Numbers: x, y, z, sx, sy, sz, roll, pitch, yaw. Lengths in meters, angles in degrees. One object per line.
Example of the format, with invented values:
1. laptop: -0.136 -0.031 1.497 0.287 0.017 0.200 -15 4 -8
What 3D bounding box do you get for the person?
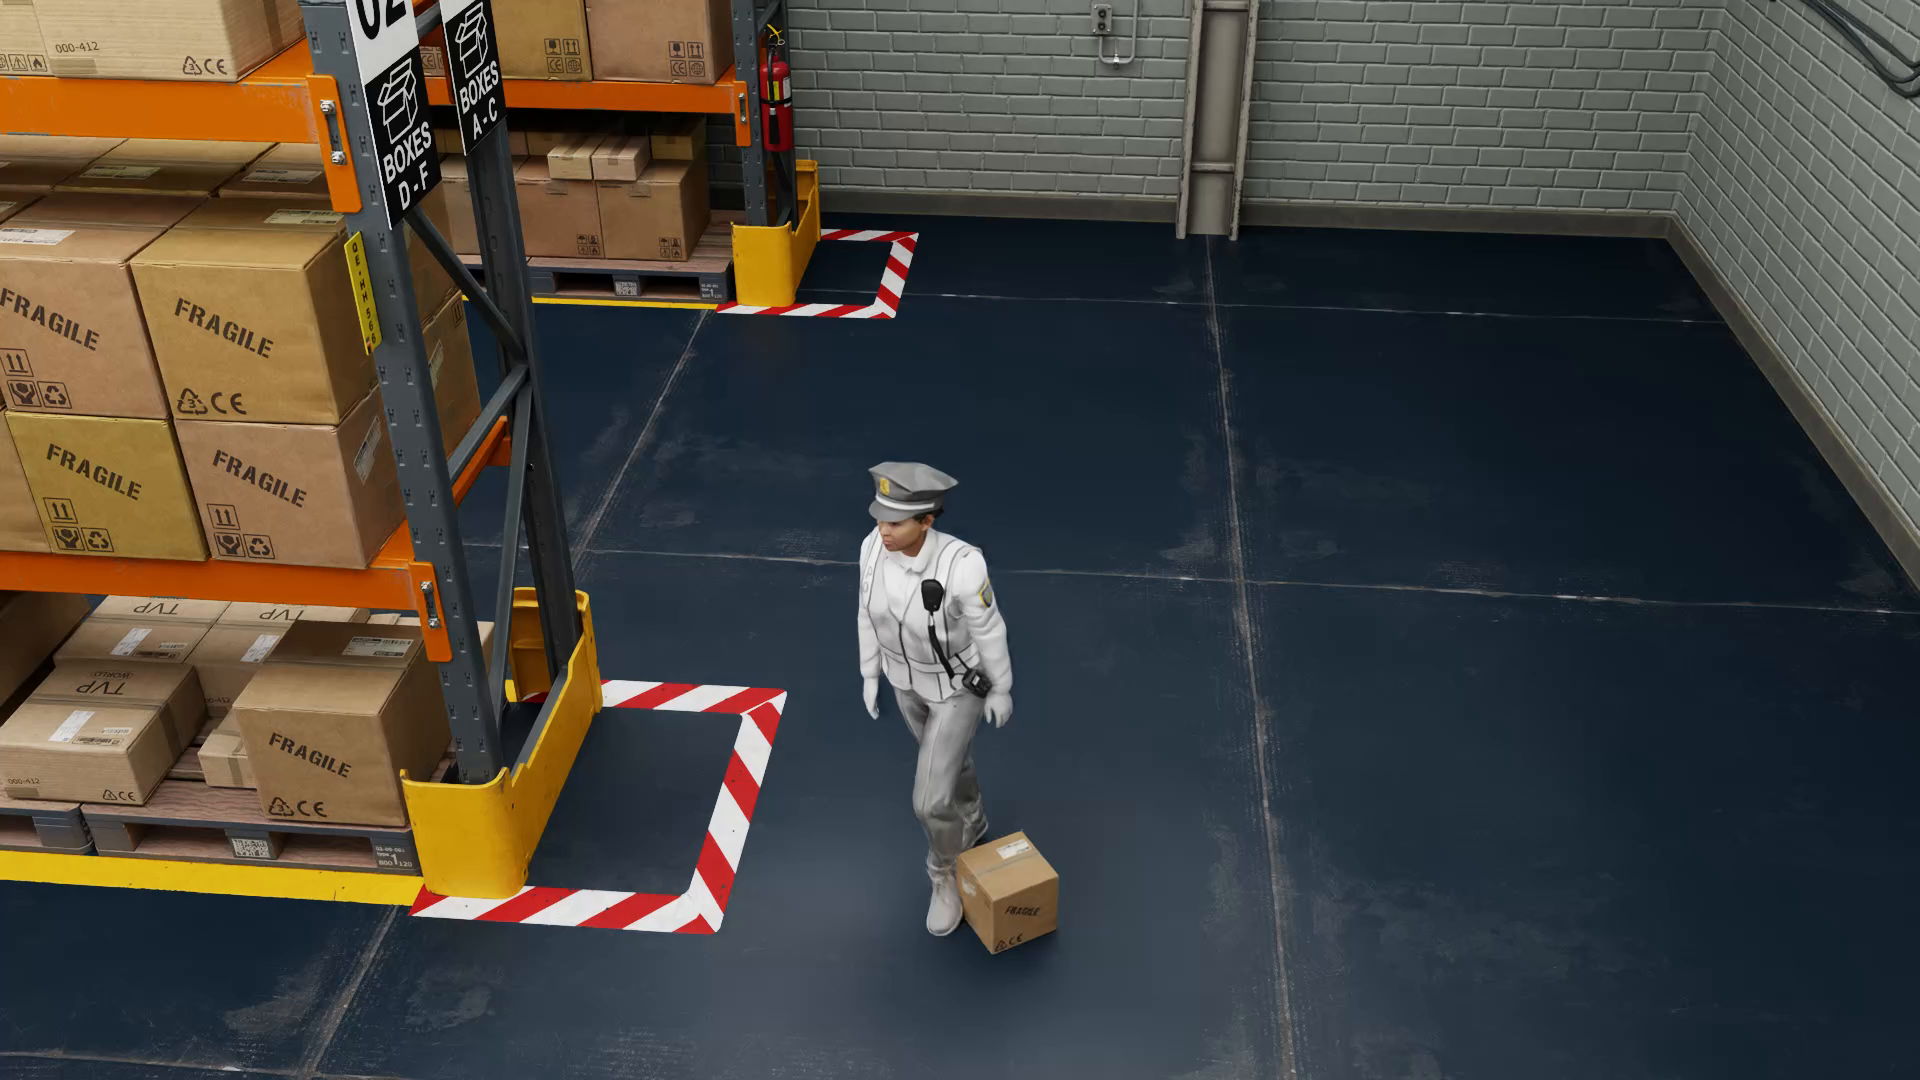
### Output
1. person: -0.077 0.458 5.398 0.512 1.700 0.521 22 38 31
